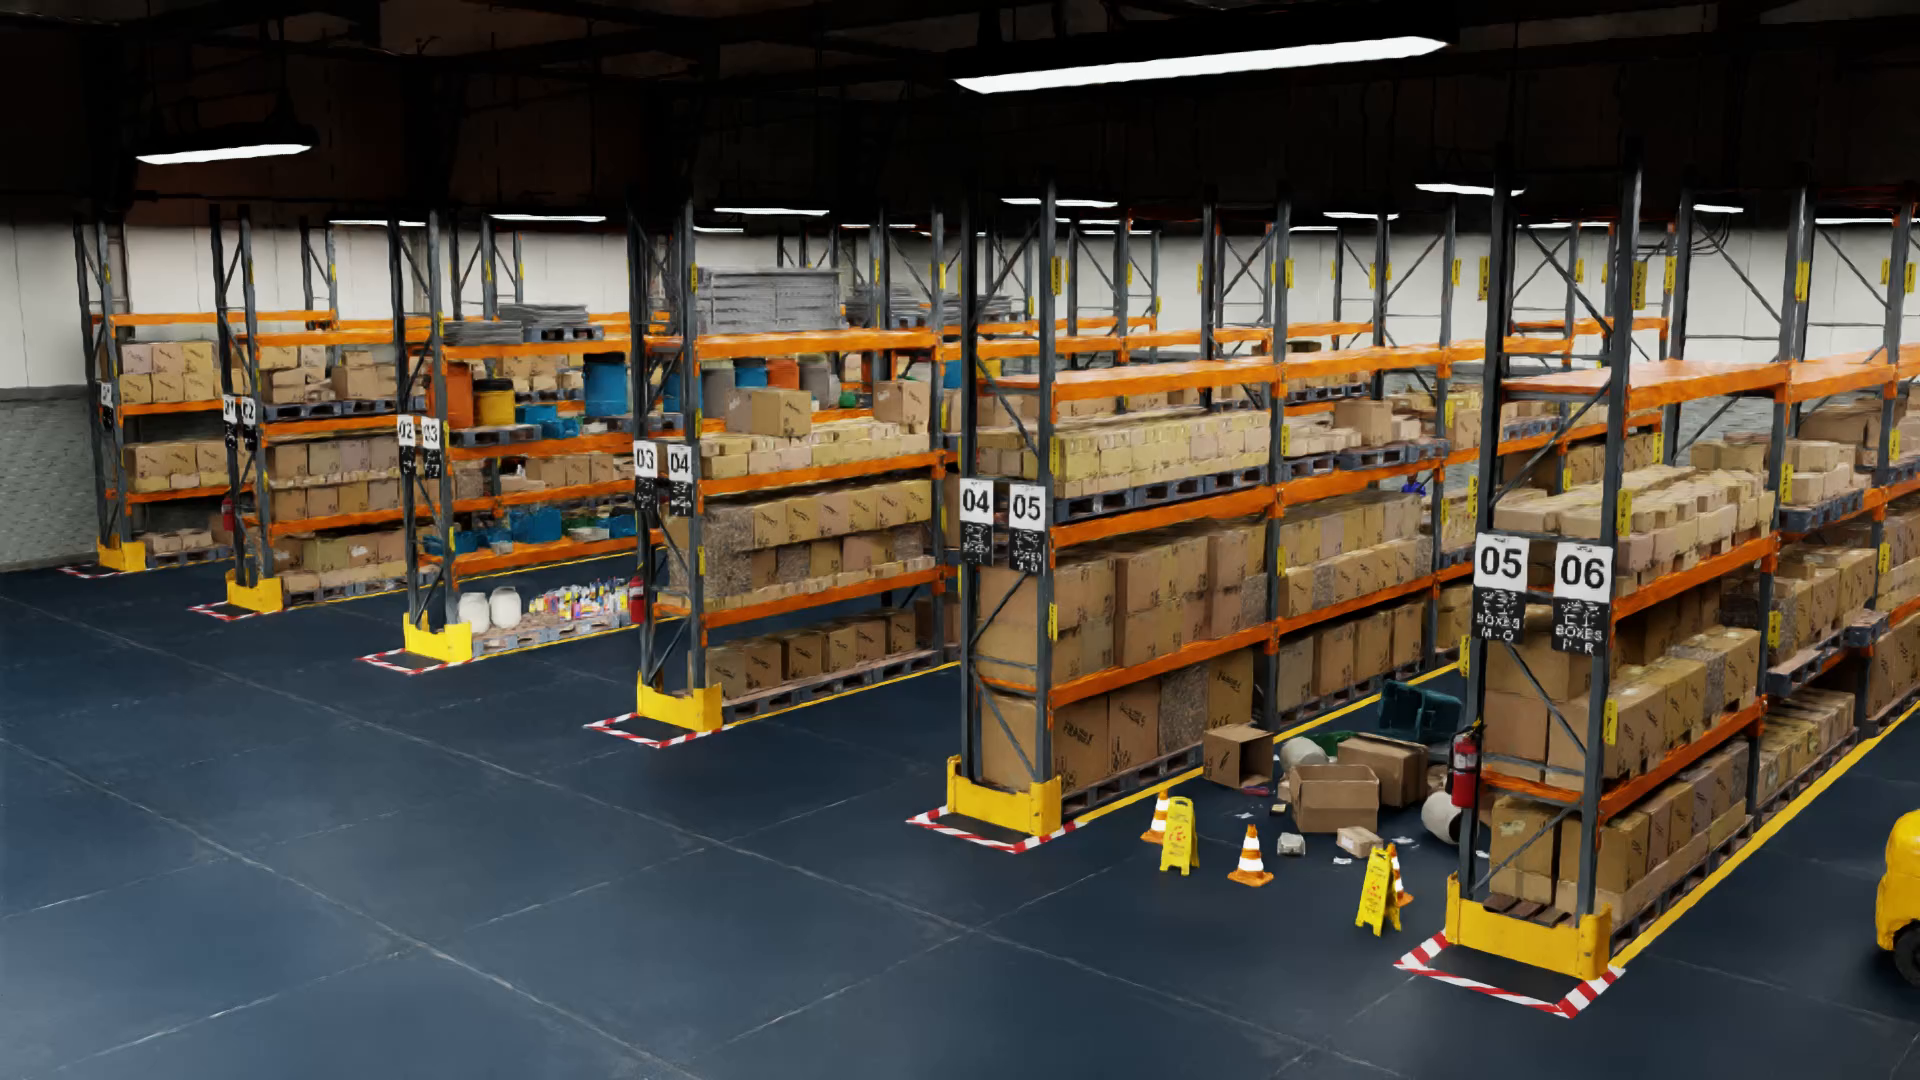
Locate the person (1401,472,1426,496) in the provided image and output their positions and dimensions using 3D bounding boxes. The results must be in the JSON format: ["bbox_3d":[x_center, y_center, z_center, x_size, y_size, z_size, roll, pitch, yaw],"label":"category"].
[{"bbox_3d":[7.956,-0.477,29.274,0.447,1.574,1.078,9,13,42],"label":"person"}]

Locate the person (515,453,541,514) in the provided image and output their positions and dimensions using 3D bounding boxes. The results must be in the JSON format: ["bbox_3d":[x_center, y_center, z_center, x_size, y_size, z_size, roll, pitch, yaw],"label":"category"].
[{"bbox_3d":[-8.101,-0.866,31.269,0.702,1.735,0.549,8,12,38],"label":"person"}]
